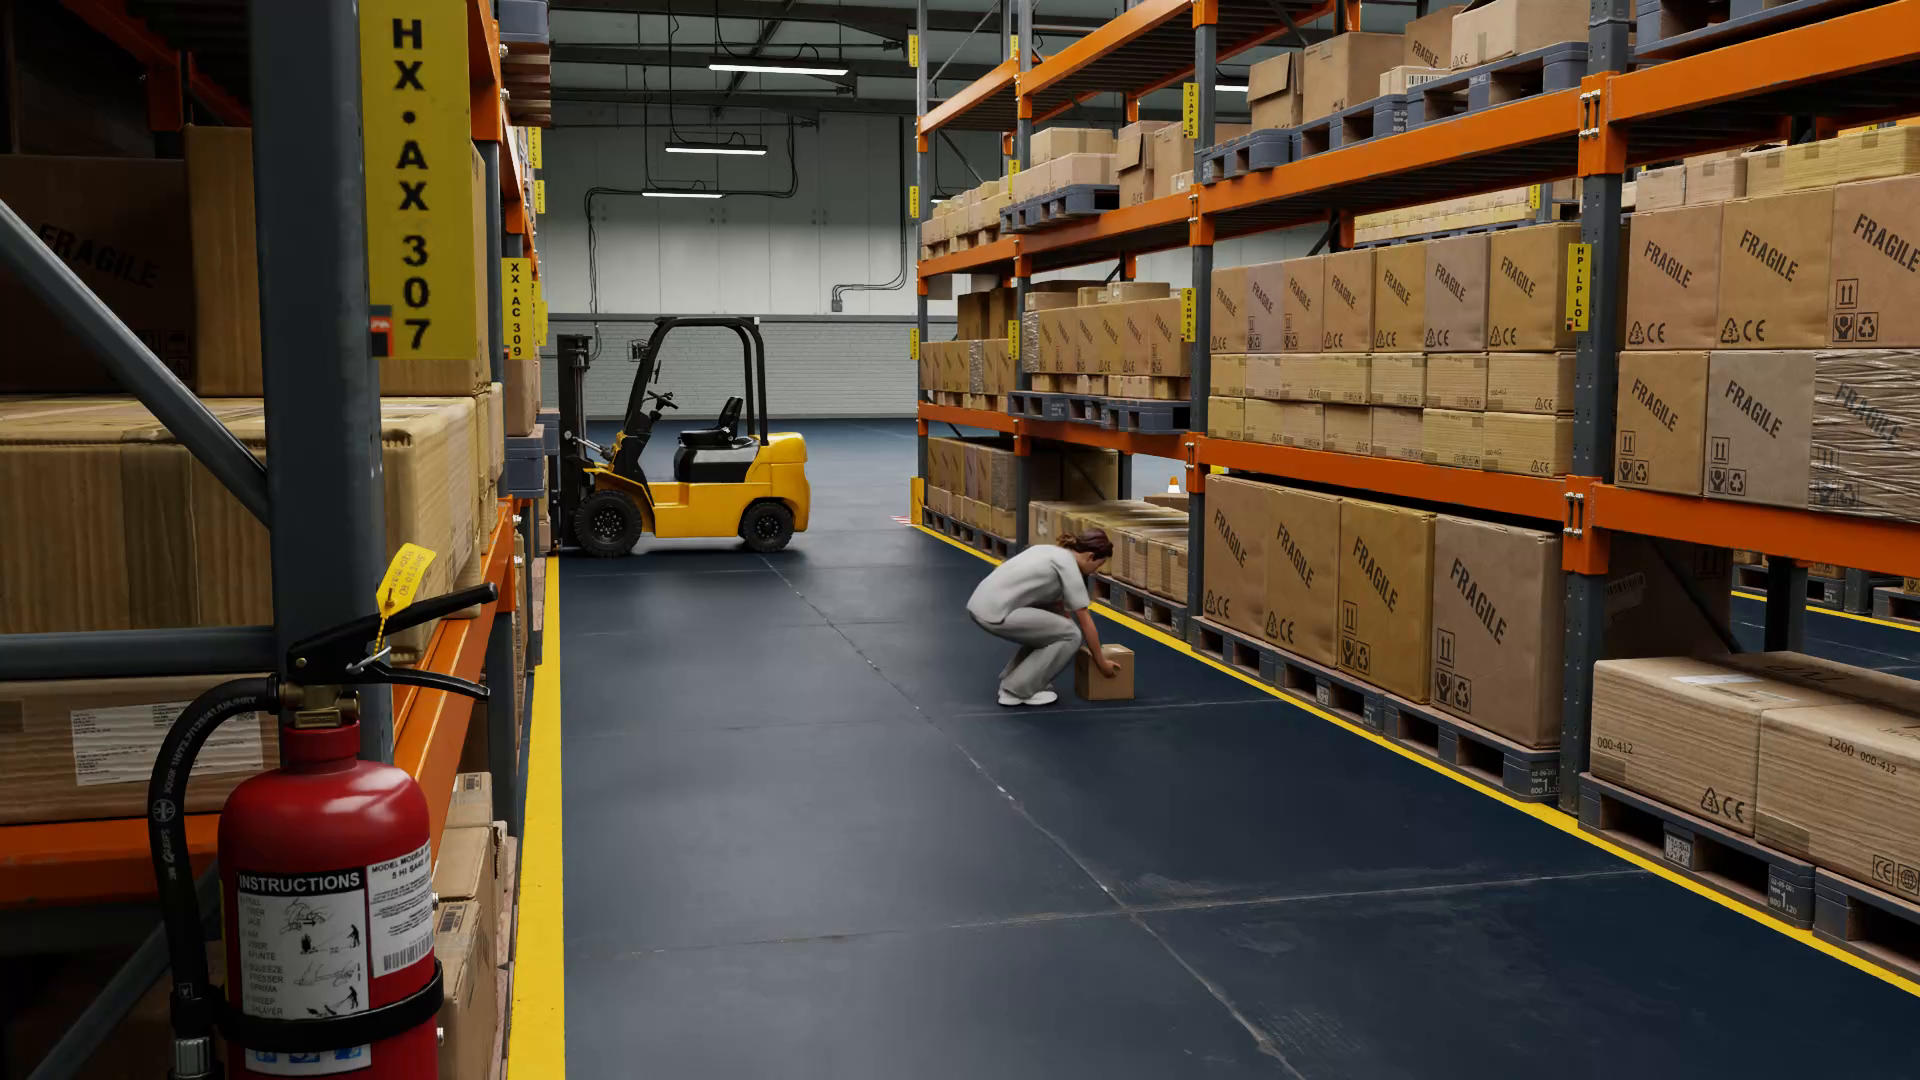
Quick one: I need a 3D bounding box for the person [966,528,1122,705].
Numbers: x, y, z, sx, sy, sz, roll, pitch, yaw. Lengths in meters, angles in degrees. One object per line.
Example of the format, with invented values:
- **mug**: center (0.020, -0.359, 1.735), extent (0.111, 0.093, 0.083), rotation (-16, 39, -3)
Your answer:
- **person**: center (0.427, 0.391, 8.694), extent (0.797, 0.892, 0.485), rotation (-2, 6, -14)
